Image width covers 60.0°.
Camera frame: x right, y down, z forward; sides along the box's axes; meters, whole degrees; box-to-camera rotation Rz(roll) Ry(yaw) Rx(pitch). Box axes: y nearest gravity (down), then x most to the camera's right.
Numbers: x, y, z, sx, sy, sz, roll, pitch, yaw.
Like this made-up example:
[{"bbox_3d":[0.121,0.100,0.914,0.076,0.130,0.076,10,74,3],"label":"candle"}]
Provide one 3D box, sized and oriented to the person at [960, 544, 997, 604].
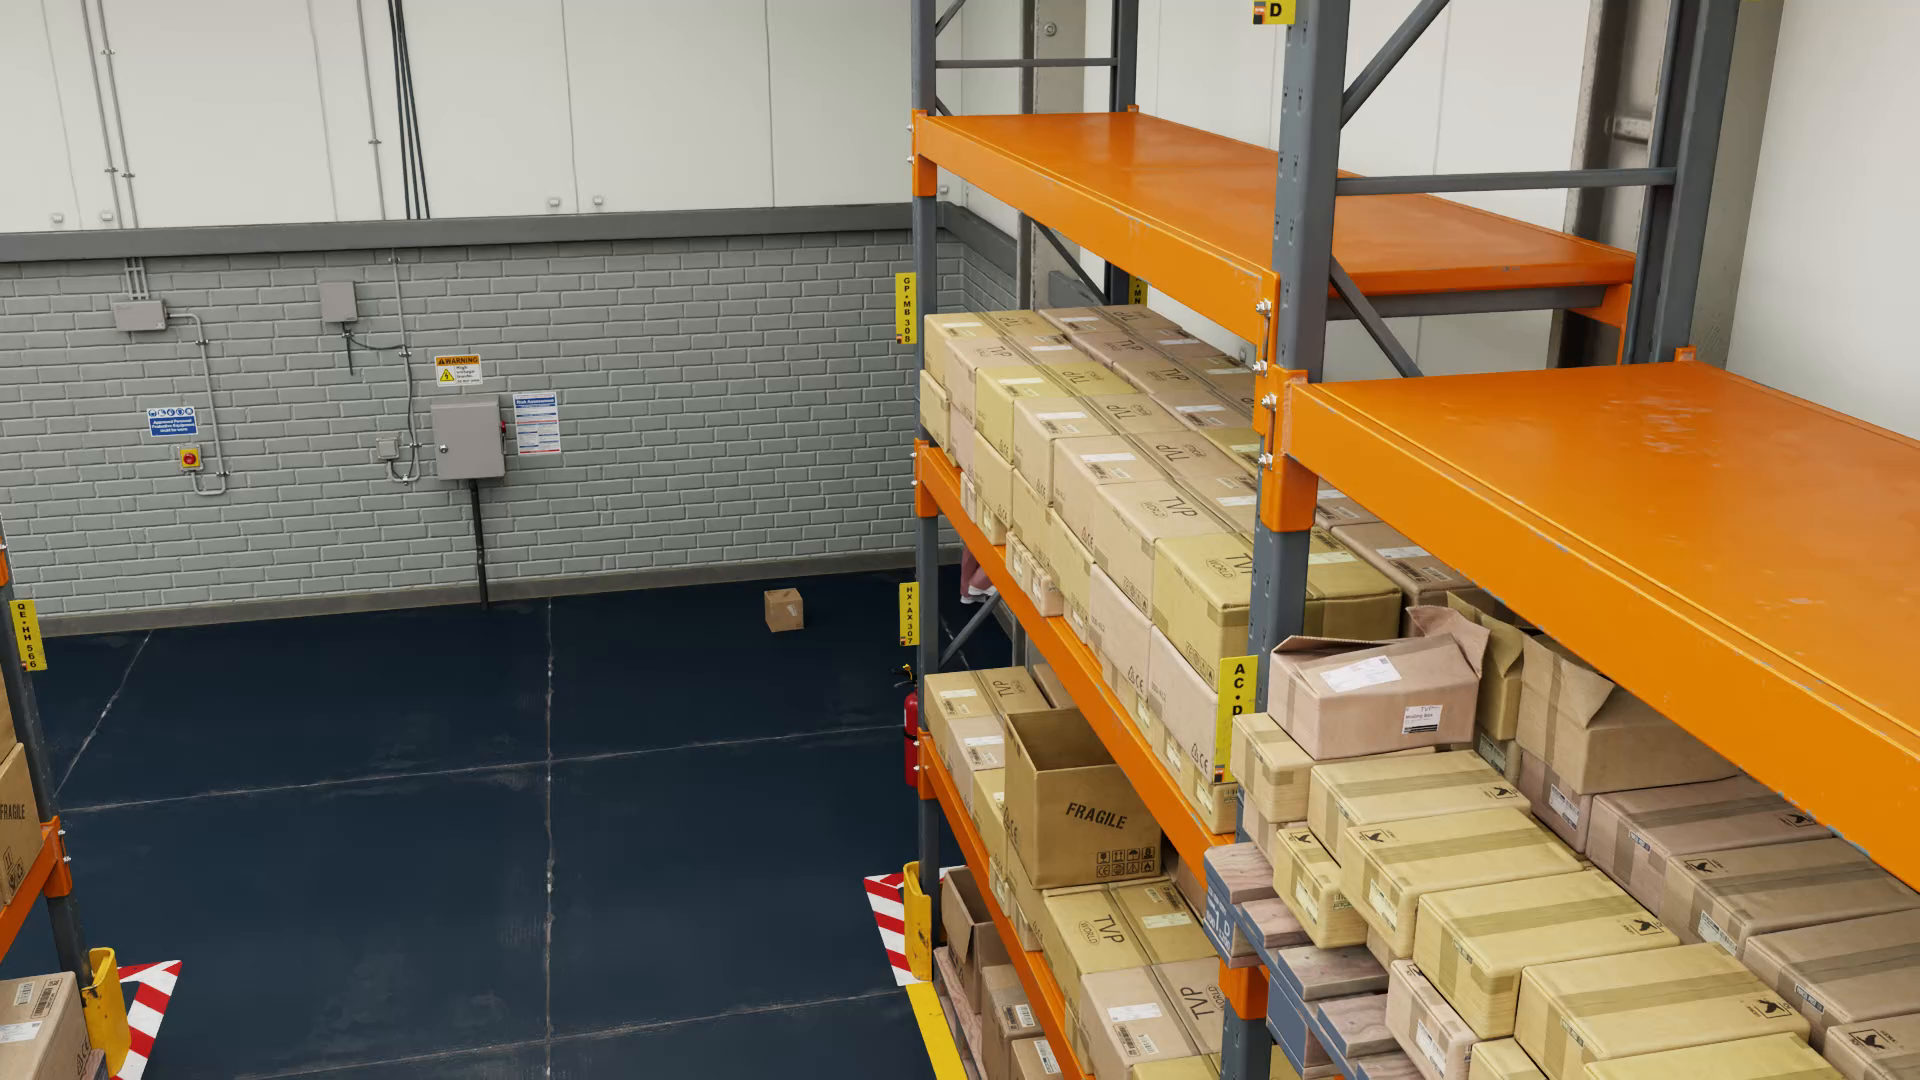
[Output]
[{"bbox_3d":[0.196,-0.248,13.076,0.494,1.660,0.436,-3,20,-8],"label":"person"}]
